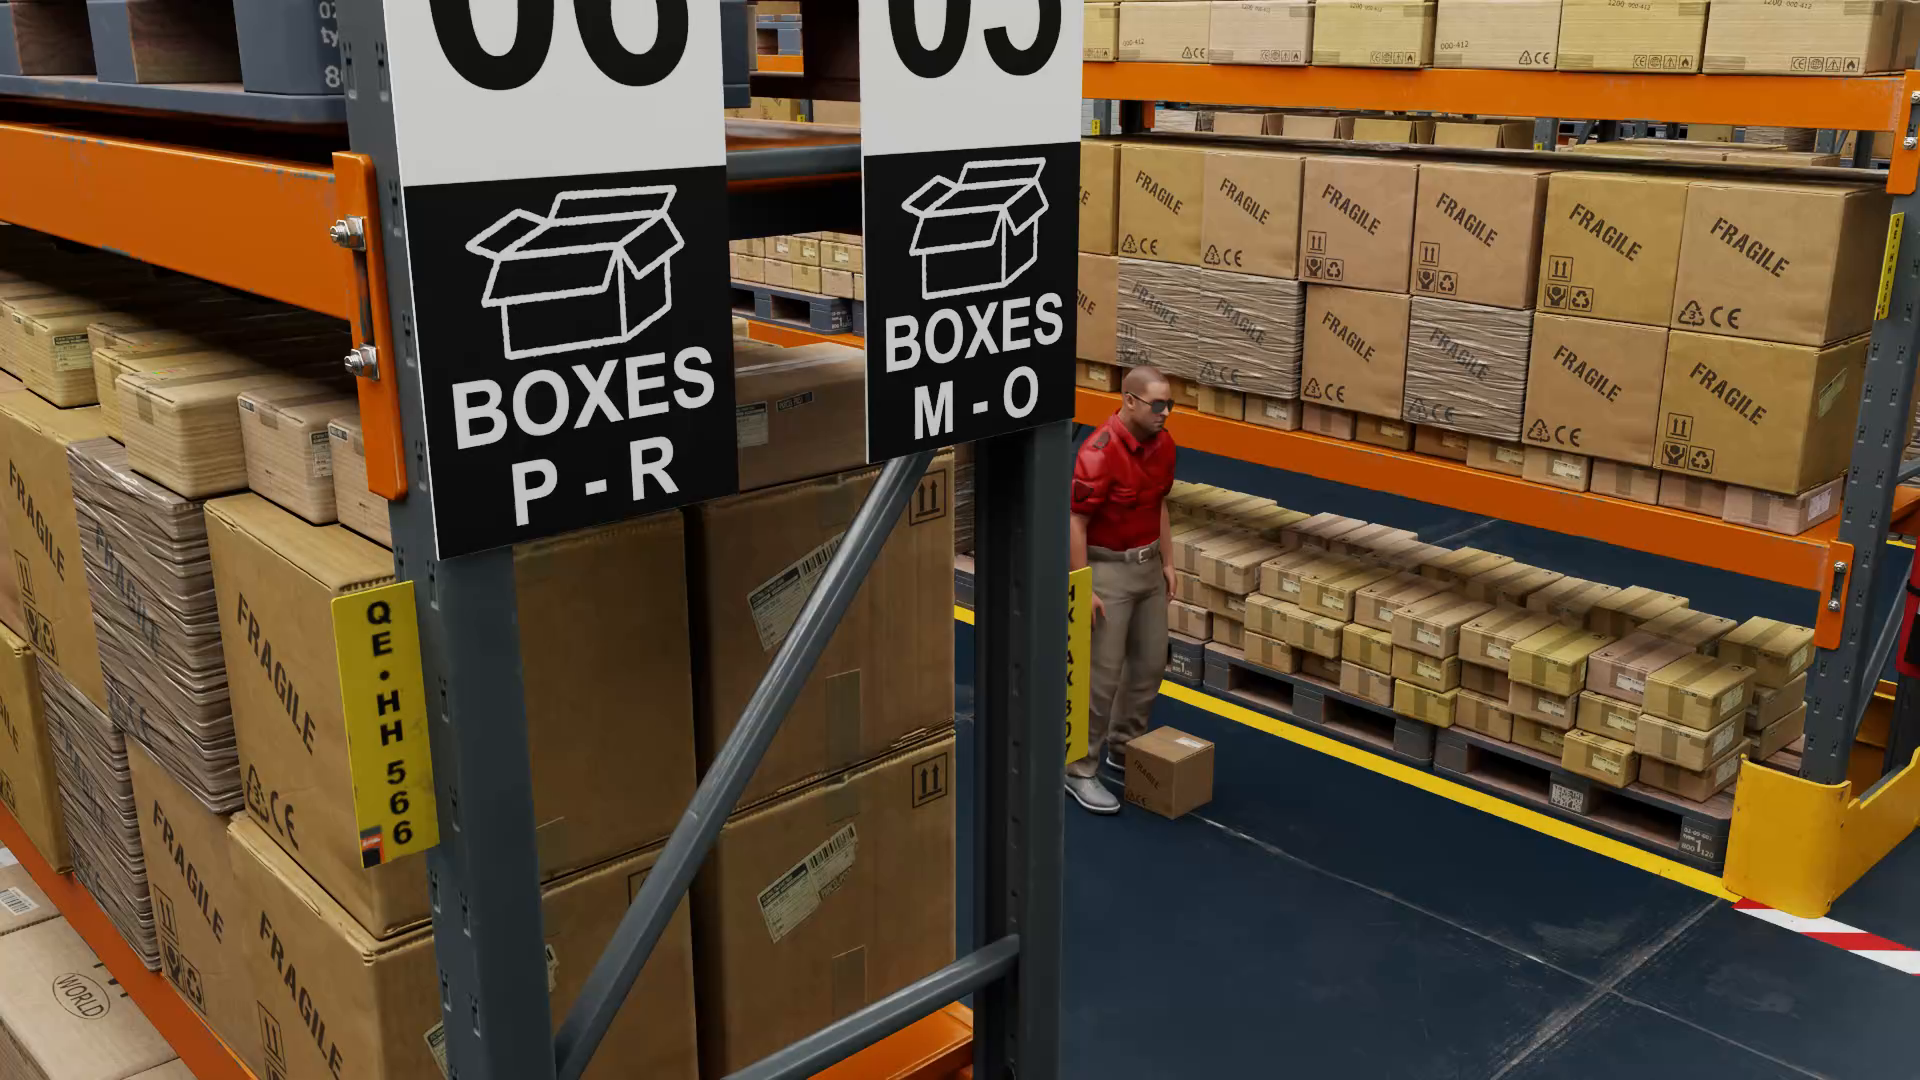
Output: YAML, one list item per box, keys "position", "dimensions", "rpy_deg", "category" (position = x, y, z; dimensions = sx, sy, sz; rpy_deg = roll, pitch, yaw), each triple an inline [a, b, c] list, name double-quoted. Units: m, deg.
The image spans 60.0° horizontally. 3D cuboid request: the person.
- position: [0.644, 0.163, 6.542]
  dimensions: [0.589, 1.726, 0.393]
  rpy_deg: [-16, 23, -42]
  category: "person"
